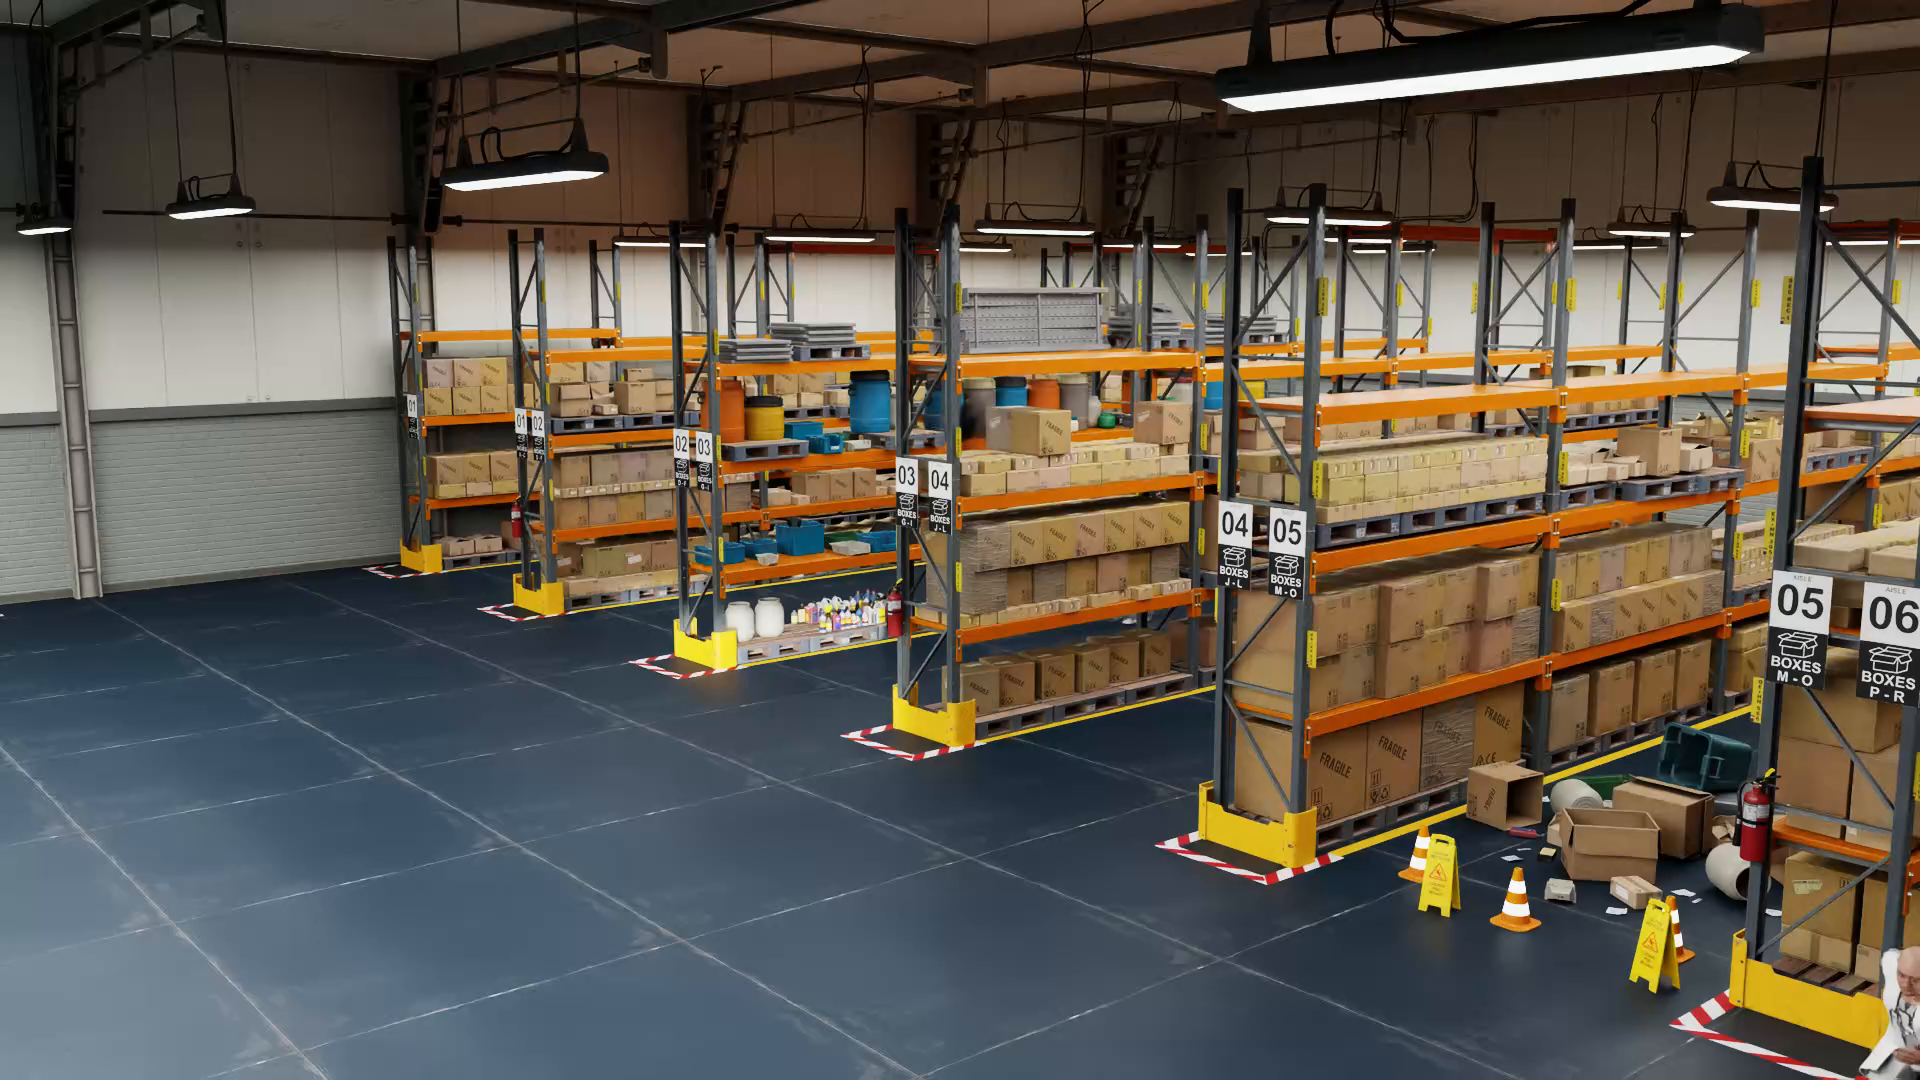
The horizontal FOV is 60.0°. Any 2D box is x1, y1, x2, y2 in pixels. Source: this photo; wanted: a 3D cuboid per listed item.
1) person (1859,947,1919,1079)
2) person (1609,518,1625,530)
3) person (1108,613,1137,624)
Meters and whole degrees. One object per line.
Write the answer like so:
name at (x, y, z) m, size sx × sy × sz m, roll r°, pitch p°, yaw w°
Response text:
person at (5.423, 2.949, 9.339) m, size 1.210 × 1.562 × 0.664 m, roll -7°, pitch 11°, yaw -39°
person at (10.205, 0.414, 25.585) m, size 0.981 × 1.691 × 0.633 m, roll -4°, pitch 10°, yaw -25°
person at (2.463, 0.504, 25.130) m, size 0.700 × 1.615 × 0.559 m, roll -6°, pitch 11°, yaw -34°
